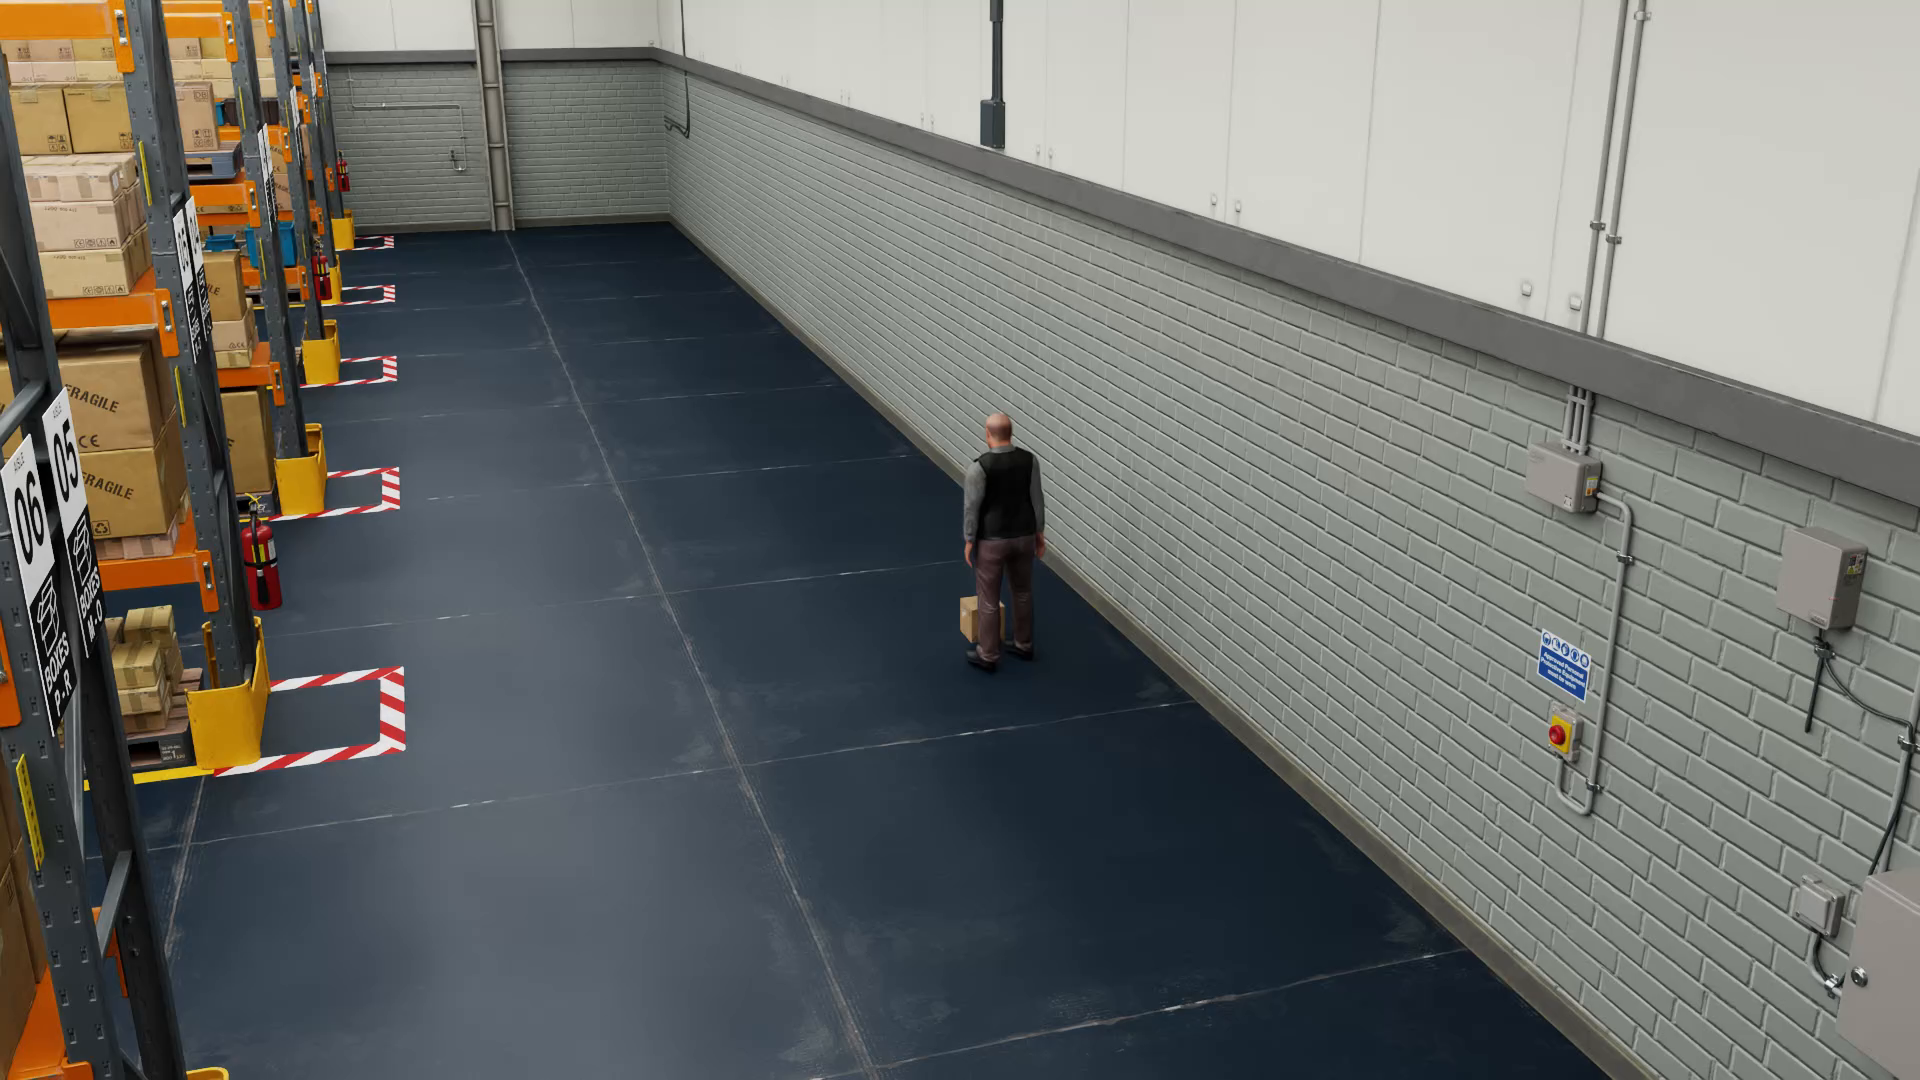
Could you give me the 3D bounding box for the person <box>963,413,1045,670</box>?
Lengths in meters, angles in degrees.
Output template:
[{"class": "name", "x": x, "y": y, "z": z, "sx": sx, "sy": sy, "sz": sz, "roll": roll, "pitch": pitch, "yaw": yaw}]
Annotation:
[{"class": "person", "x": 0.266, "y": 0.002, "z": 11.025, "sx": 0.572, "sy": 1.705, "sz": 0.409, "roll": -8, "pitch": 21, "yaw": -23}]
